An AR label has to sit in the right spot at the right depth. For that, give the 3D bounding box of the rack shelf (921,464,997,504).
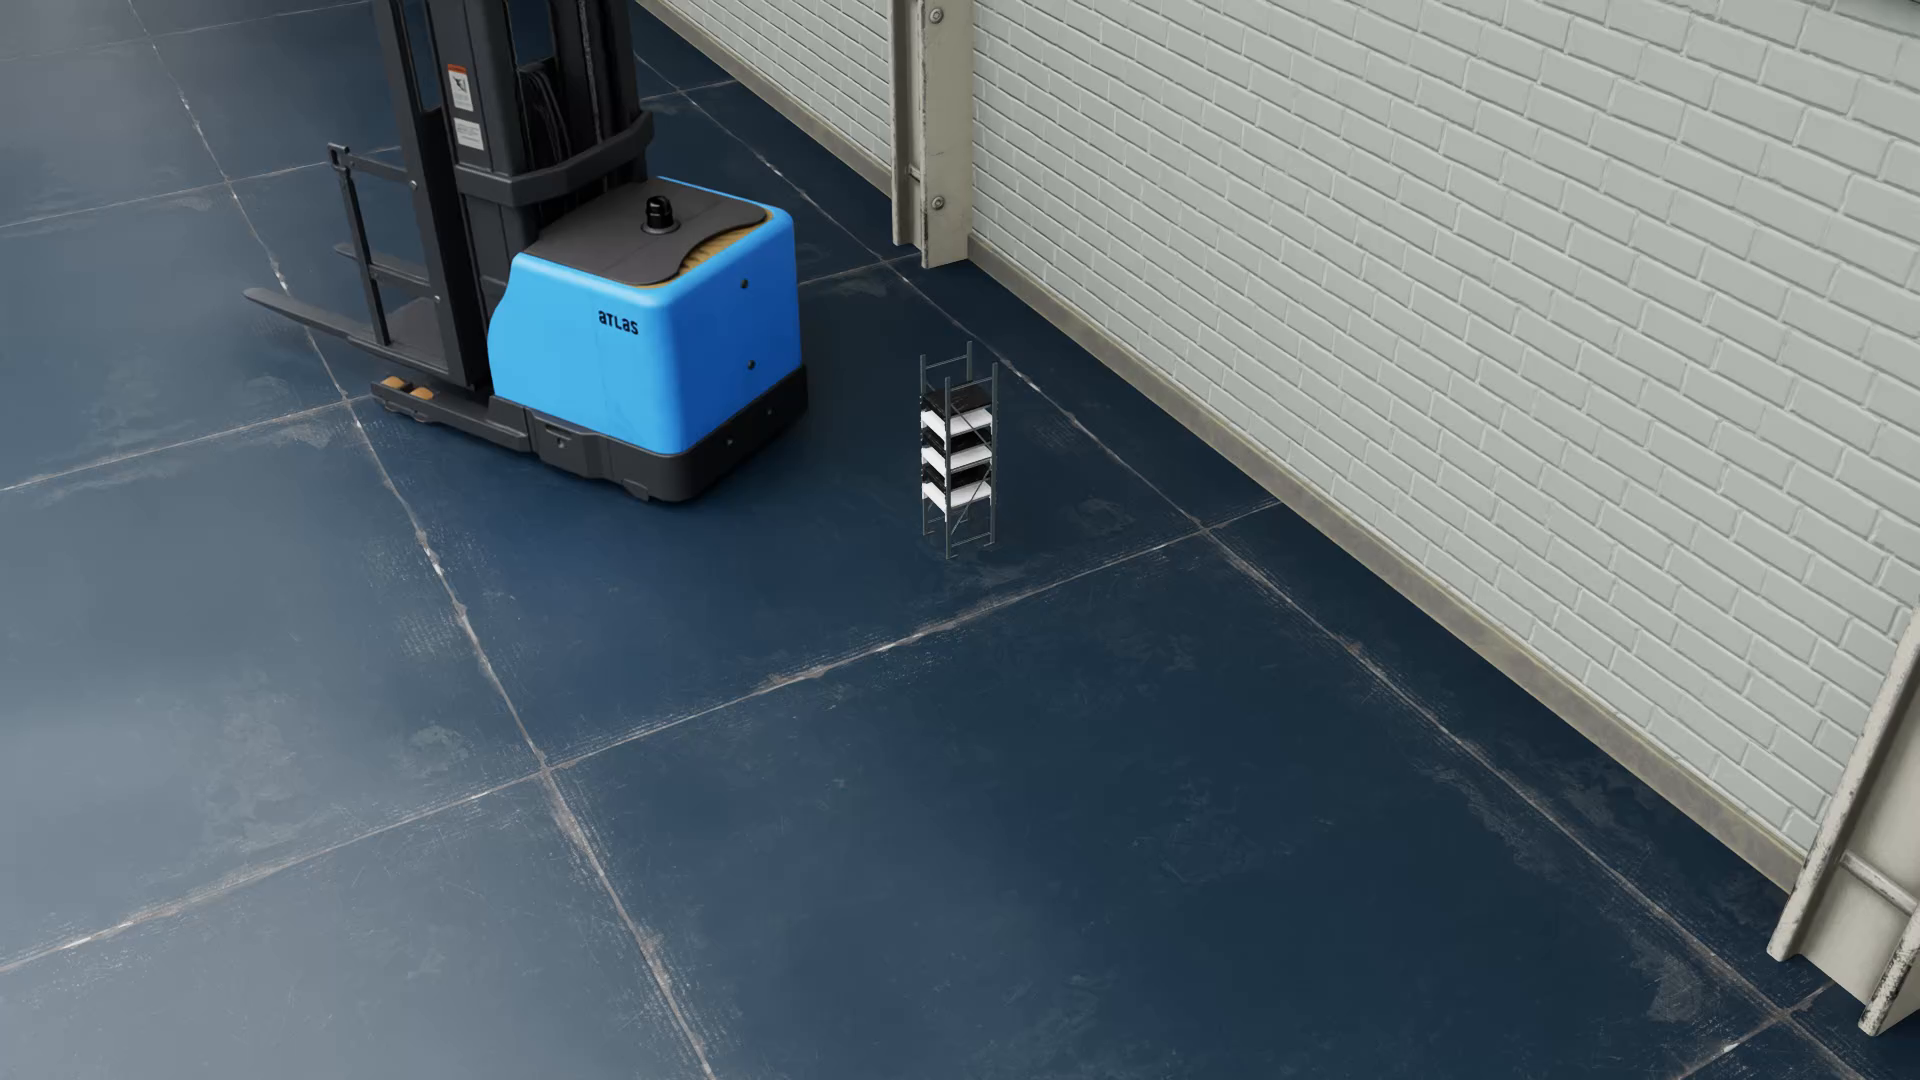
[{"bbox_3d":[-0.004,-0.268,7.063,0.258,0.077,0.200,-19,40,-24],"label":"rack shelf"}]

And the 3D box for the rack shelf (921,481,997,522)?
[{"bbox_3d":[-0.004,-0.195,7.116,0.258,0.077,0.200,-19,40,-24],"label":"rack shelf"}]

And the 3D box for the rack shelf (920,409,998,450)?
[{"bbox_3d":[-0.004,-0.486,6.904,0.258,0.077,0.200,-19,40,-24],"label":"rack shelf"}]

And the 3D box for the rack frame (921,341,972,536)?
[{"bbox_3d":[-0.055,-0.419,7.061,0.240,0.900,0.006,-19,40,-24],"label":"rack frame"}]

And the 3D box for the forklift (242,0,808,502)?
[{"bbox_3d":[-2.260,-1.996,7.498,3.031,2.935,1.130,20,40,25],"label":"forklift"}]

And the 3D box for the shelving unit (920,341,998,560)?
[{"bbox_3d":[-0.004,-0.368,6.990,0.258,0.900,0.210,-19,40,-24],"label":"shelving unit"}]

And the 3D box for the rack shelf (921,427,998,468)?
[{"bbox_3d":[-0.004,-0.413,6.957,0.258,0.077,0.200,-19,40,-24],"label":"rack shelf"}]

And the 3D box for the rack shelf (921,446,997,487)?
[{"bbox_3d":[-0.004,-0.341,7.010,0.258,0.077,0.200,-19,40,-24],"label":"rack shelf"}]

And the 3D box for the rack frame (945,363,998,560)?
[{"bbox_3d":[0.047,-0.316,6.919,0.240,0.900,0.006,-19,40,-24],"label":"rack frame"}]

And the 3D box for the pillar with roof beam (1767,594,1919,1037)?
[{"bbox_3d":[-0.866,-0.965,0.942,9.100,9.000,0.400,-19,40,-24],"label":"pillar with roof beam"}]

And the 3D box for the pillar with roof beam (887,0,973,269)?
[{"bbox_3d":[-3.880,-4.025,5.132,9.100,9.000,0.400,-19,40,-24],"label":"pillar with roof beam"}]

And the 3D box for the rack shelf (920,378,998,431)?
[{"bbox_3d":[-0.004,-0.559,6.851,0.258,0.077,0.200,-19,40,-24],"label":"rack shelf"}]
